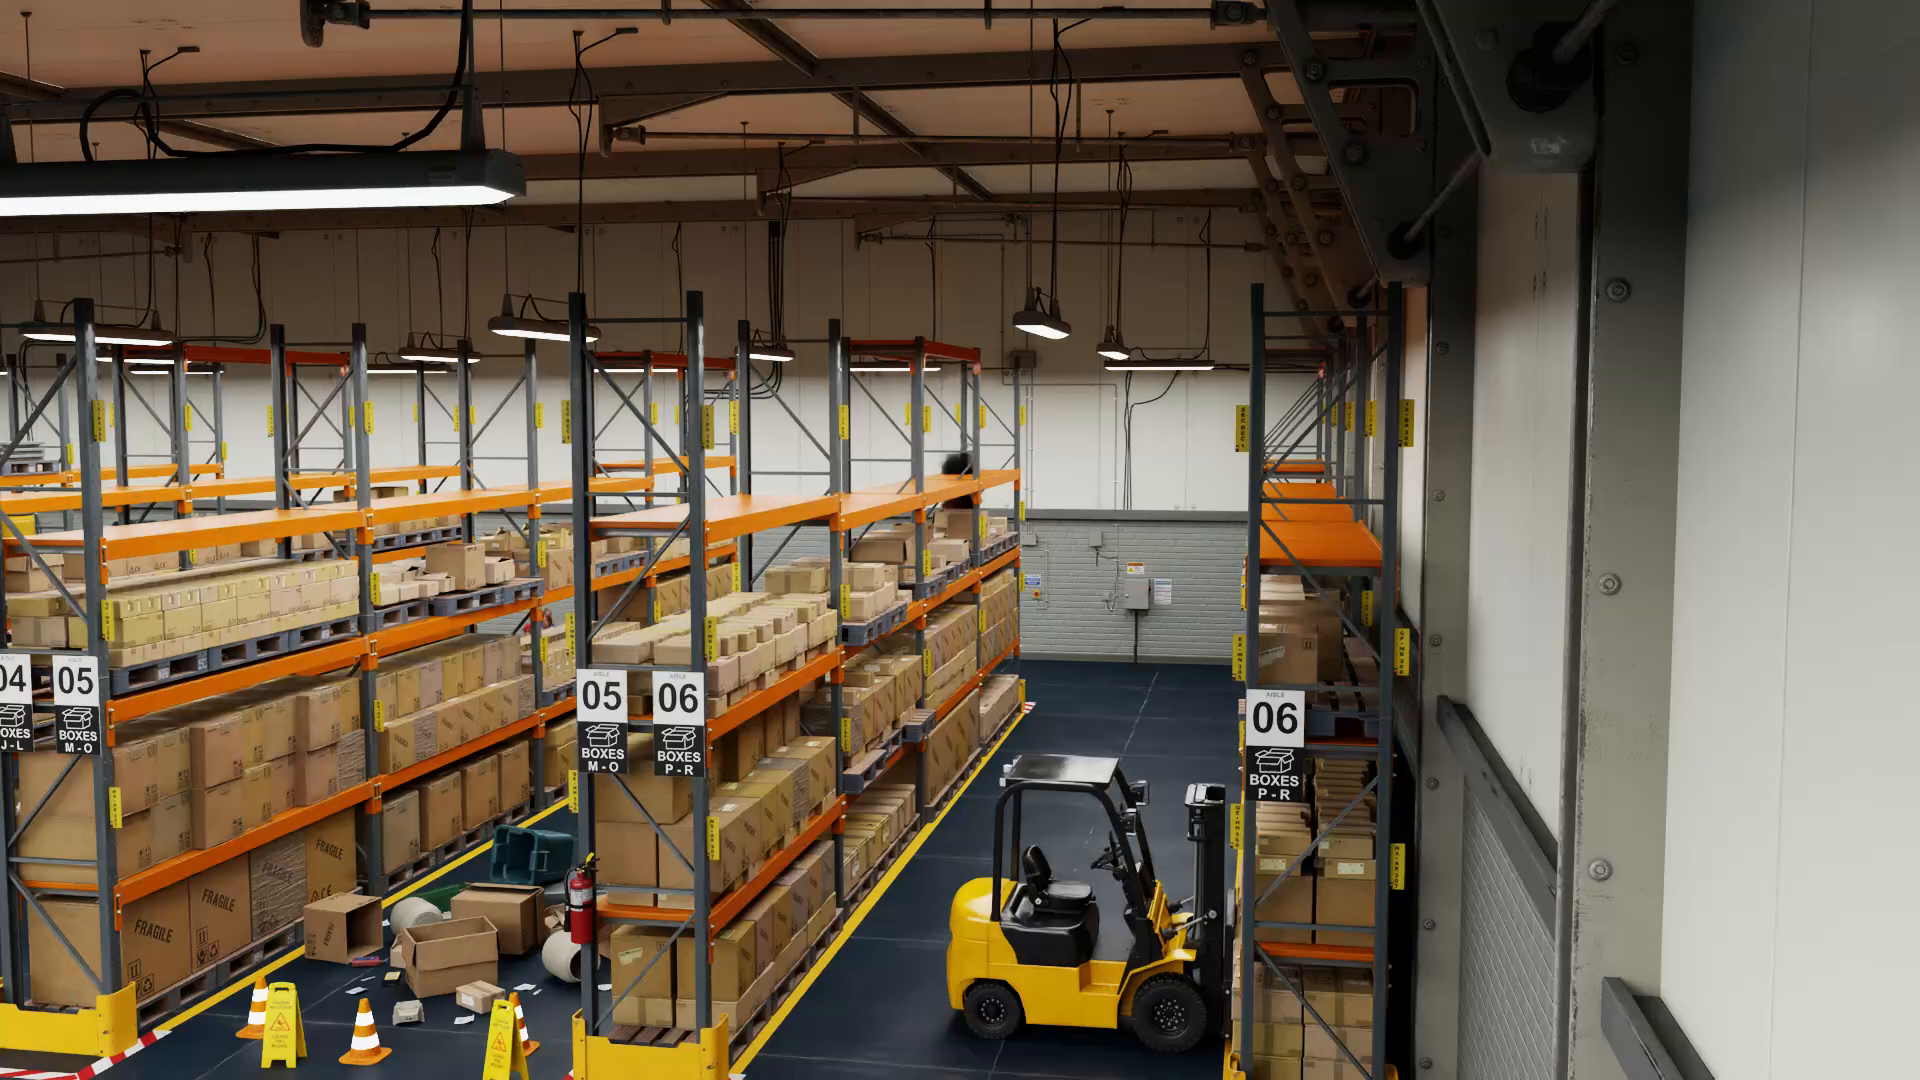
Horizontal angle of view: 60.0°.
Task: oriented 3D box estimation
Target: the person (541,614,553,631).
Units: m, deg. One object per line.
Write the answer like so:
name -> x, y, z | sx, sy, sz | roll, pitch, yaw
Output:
person -> -7.141, 2.070, 28.752 | 0.510, 1.557, 0.534 | 0, 5, 2

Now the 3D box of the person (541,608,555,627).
person -> -7.410, 1.993, 30.075 | 0.456, 1.556, 0.819 | 4, 6, 44

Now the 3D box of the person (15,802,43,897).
person -> -8.819, 3.009, 16.140 | 0.708, 1.727, 0.546 | -1, 5, -11

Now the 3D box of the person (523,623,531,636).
person -> -6.722, 2.189, 25.981 | 0.636, 1.772, 0.626 | 1, 5, 9
